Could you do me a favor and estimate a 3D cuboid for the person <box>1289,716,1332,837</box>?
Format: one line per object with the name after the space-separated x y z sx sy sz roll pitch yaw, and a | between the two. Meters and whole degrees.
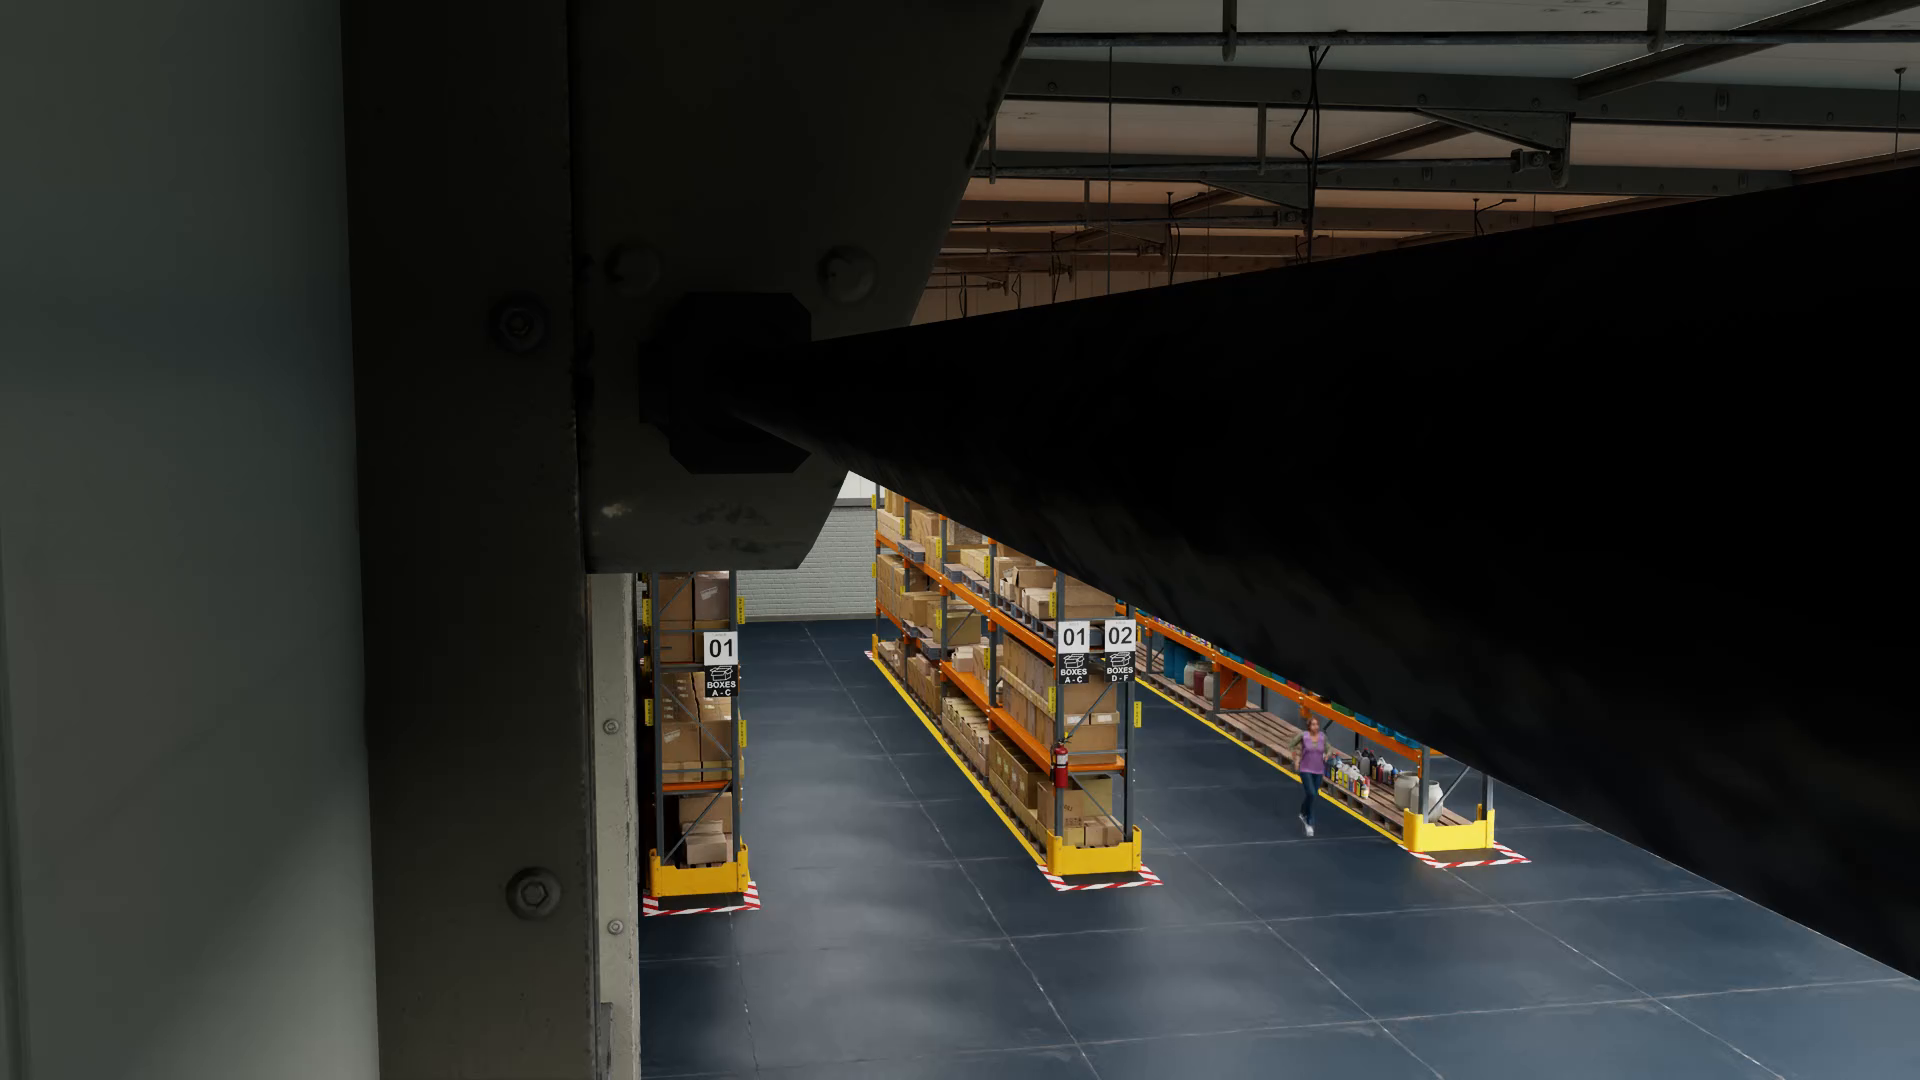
4.820 3.209 22.781 0.523 1.643 0.722 -1 6 -11 | person
